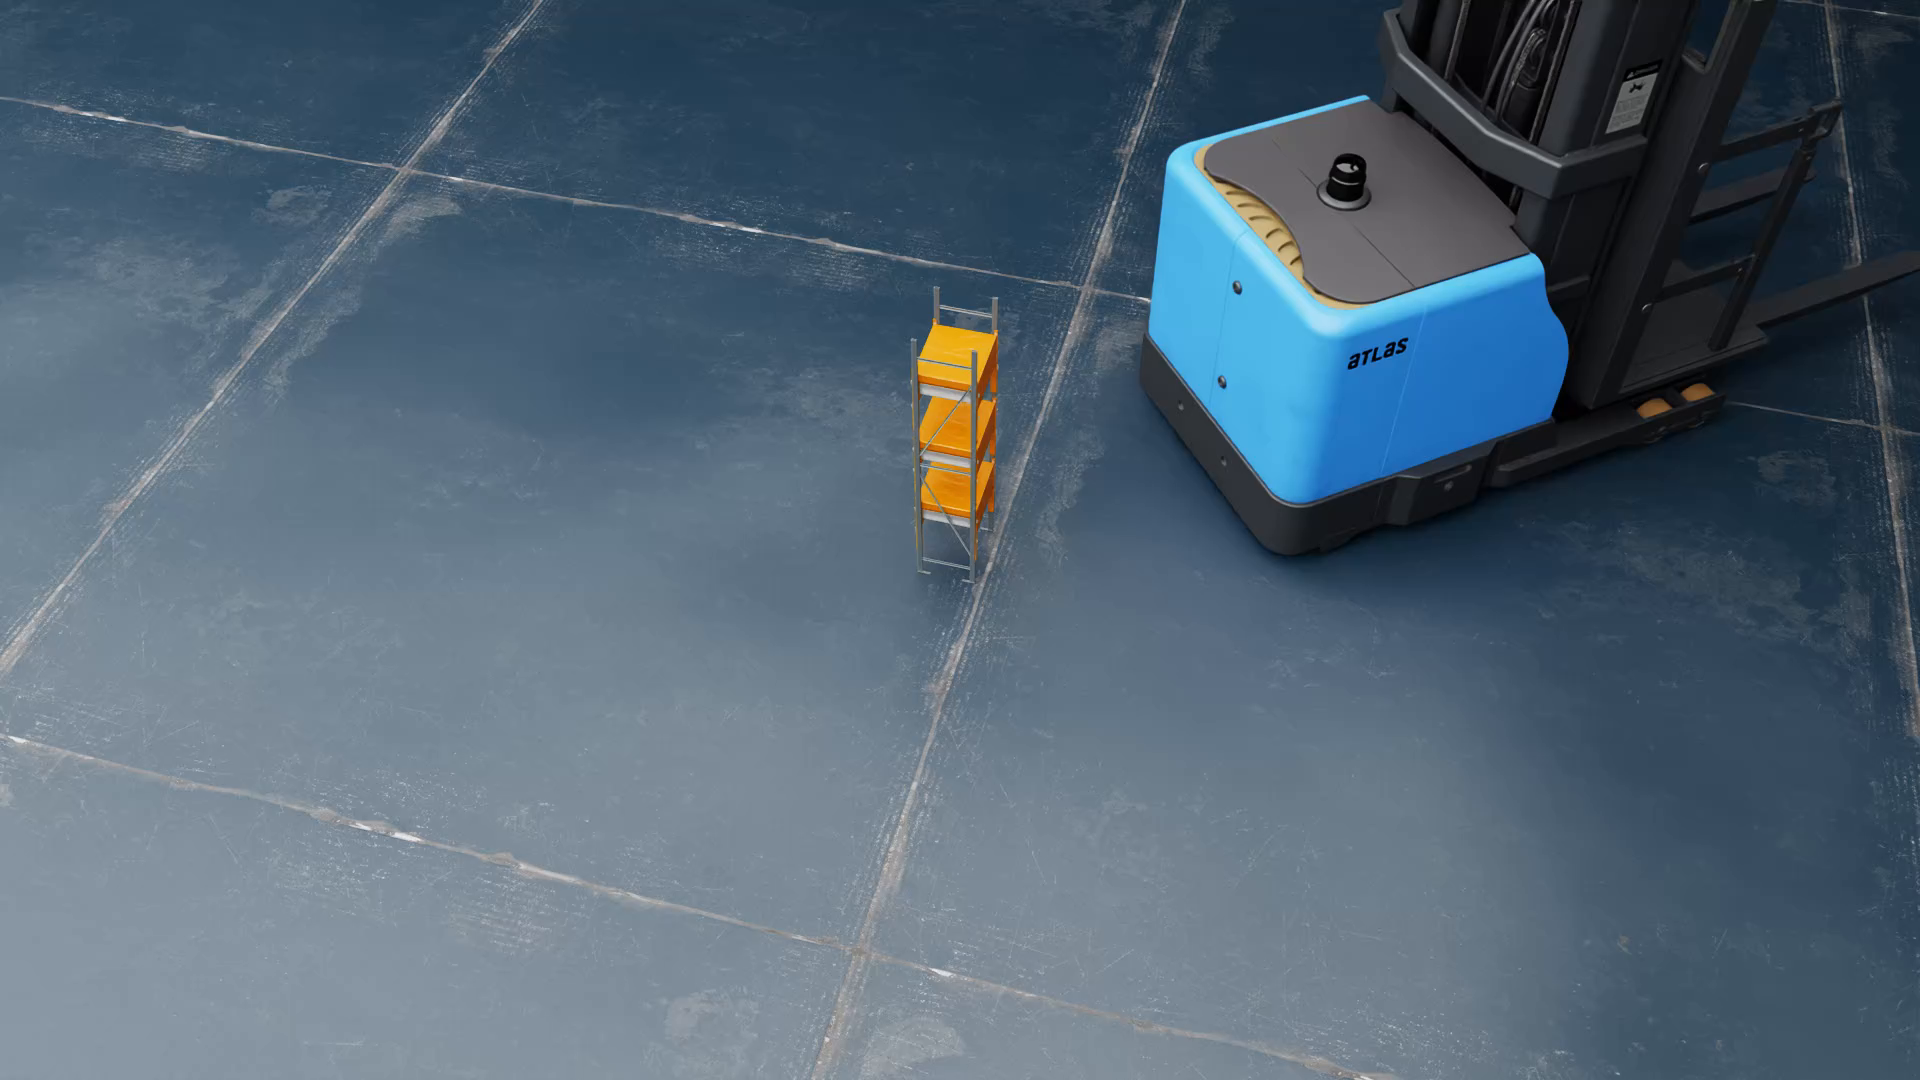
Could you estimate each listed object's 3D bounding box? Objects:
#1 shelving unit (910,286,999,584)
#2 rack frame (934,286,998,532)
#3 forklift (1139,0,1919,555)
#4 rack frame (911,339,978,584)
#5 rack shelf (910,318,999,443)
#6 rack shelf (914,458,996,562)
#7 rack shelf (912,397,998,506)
[{"bbox_3d":[-0.014,-0.309,5.322,0.215,1.050,0.252,12,50,10],"label":"shelving unit"},{"bbox_3d":[0.018,-0.397,5.400,0.200,1.050,0.008,12,50,10],"label":"rack frame"},{"bbox_3d":[2.228,-1.667,5.267,3.031,2.935,1.130,-18,51,-16],"label":"forklift"},{"bbox_3d":[-0.046,-0.220,5.244,0.200,1.050,0.008,12,50,10],"label":"rack frame"},{"bbox_3d":[-0.014,-0.489,5.117,0.215,0.259,0.240,12,50,10],"label":"rack shelf"},{"bbox_3d":[-0.014,-0.118,5.539,0.215,0.259,0.240,12,50,10],"label":"rack shelf"},{"bbox_3d":[-0.014,-0.302,5.330,0.215,0.259,0.240,12,50,10],"label":"rack shelf"}]
